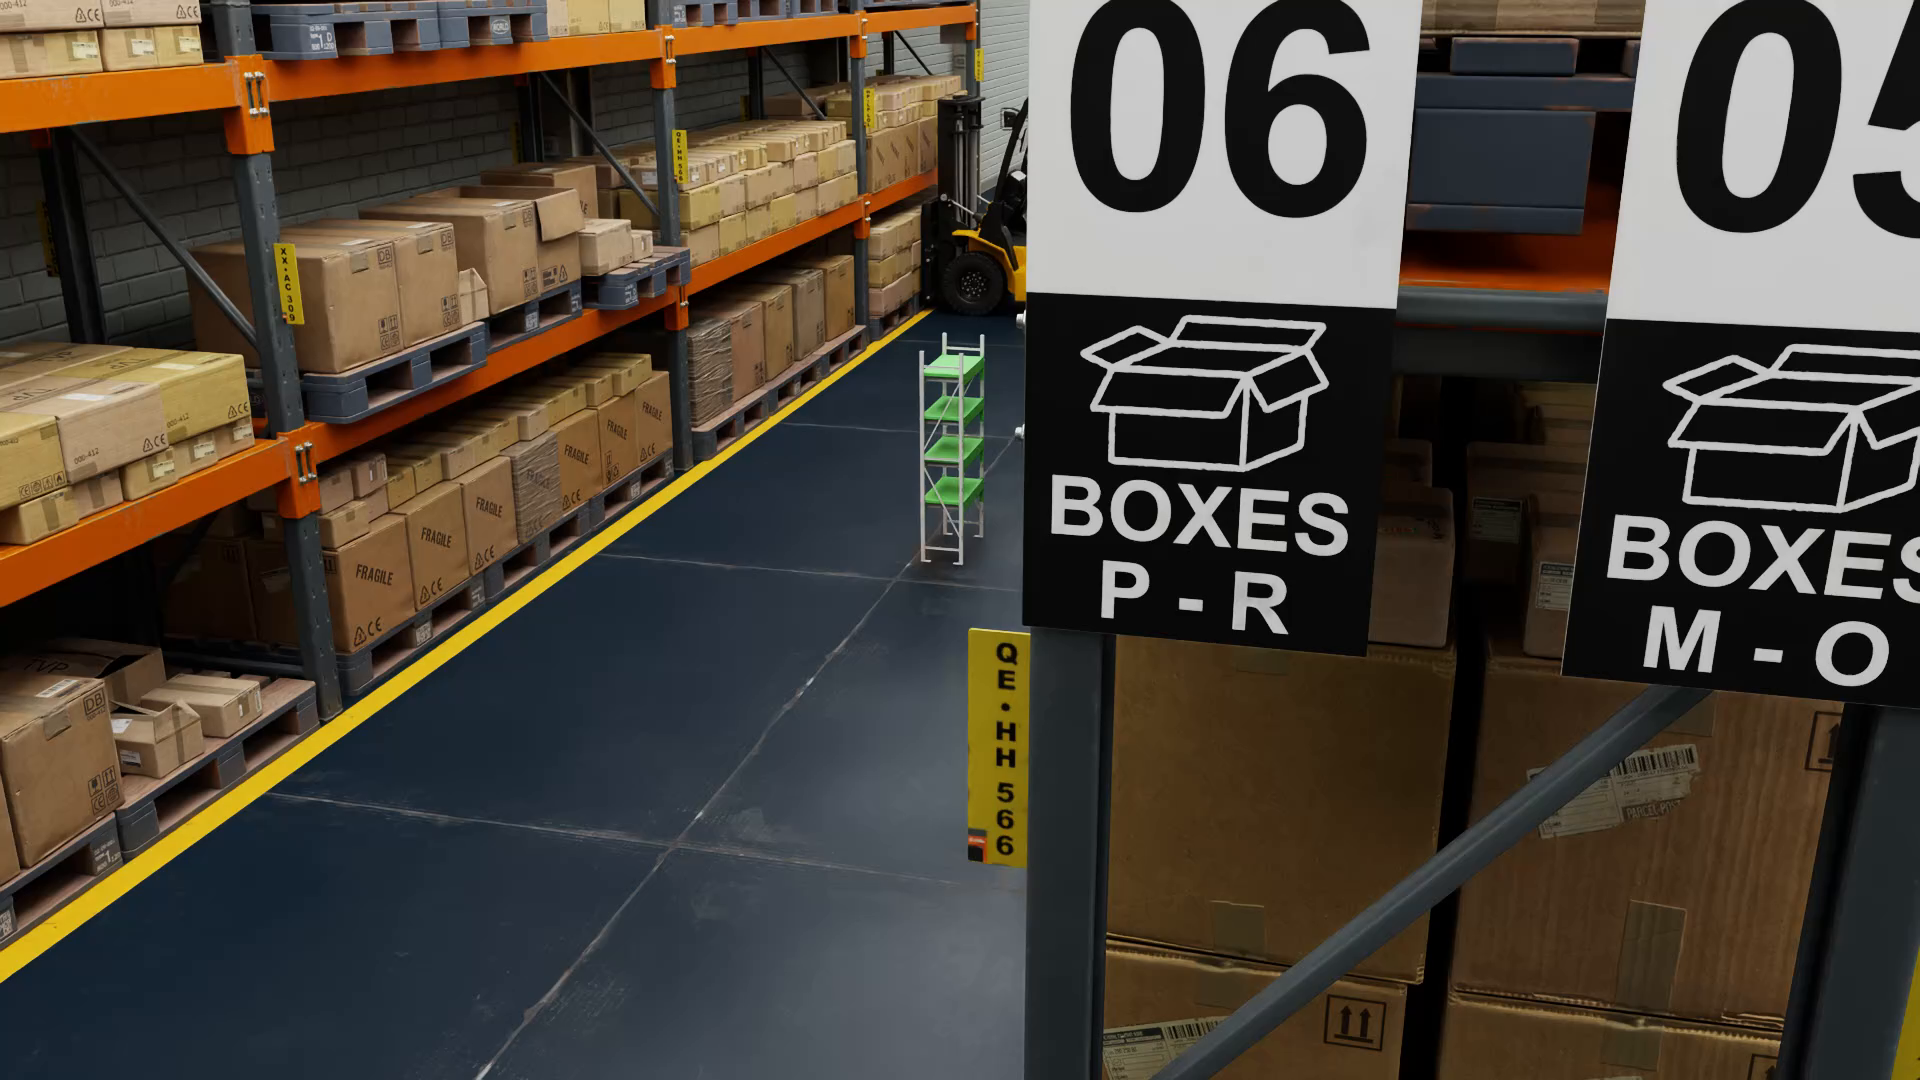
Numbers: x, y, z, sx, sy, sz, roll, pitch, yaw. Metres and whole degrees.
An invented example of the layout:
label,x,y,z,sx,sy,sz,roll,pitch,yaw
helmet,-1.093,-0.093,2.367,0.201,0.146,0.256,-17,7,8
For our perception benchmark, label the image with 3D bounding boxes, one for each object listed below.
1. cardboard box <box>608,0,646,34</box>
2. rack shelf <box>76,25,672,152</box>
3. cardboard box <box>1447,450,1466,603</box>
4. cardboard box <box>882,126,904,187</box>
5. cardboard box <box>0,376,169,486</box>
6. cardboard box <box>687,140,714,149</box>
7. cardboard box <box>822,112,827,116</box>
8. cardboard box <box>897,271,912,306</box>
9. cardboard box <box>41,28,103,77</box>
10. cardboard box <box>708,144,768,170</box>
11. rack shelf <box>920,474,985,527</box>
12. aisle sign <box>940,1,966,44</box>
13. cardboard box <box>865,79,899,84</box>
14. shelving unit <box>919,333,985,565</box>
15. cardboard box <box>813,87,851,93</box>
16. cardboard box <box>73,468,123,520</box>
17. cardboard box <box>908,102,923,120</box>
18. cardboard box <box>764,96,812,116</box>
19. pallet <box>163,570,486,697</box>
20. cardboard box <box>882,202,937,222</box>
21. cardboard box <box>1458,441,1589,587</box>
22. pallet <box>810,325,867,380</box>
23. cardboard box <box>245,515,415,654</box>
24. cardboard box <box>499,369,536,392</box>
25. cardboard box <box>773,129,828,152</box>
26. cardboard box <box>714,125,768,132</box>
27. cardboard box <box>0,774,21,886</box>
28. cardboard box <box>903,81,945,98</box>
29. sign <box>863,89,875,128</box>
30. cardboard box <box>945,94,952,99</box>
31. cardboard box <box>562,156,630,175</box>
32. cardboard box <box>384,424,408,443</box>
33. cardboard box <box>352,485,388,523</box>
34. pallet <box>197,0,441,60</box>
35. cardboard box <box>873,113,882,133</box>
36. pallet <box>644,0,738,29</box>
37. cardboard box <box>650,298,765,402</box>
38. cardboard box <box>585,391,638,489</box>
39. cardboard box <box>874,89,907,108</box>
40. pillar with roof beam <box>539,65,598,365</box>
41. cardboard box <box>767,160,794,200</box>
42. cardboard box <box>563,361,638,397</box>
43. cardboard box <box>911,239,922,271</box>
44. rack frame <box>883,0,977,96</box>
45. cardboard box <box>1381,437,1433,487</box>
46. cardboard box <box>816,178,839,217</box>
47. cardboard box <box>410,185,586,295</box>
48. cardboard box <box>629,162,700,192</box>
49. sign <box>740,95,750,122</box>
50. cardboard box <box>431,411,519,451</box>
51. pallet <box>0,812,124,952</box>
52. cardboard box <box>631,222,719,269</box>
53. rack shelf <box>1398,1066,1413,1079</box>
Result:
label,x,y,z,sx,sy,sz,roll,pitch,yaw
cardboard box,-2.168,-3.092,9.690,0.500,0.250,0.500,4,19,12
rack shelf,-2.766,-2.376,8.474,1.077,0.370,4.000,5,19,13
cardboard box,1.095,0.164,2.865,0.500,0.500,0.500,4,19,12
cardboard box,-0.828,-3.507,15.161,0.500,0.500,0.500,5,19,14
cardboard box,-3.251,-0.402,5.997,0.500,0.250,0.500,5,19,14
cardboard box,-2.038,-2.878,12.315,0.380,0.149,0.250,5,20,15
cardboard box,-1.371,-3.816,15.060,0.380,0.149,0.250,5,20,15
cardboard box,-0.752,-2.360,15.562,0.500,0.250,0.500,4,19,12
cardboard box,-3.193,-1.674,5.696,0.380,0.149,0.250,5,20,15
cardboard box,-1.609,-2.760,11.968,0.380,0.149,0.250,5,20,15
rack shelf,-0.040,-0.228,9.440,0.258,0.148,0.480,5,19,13
aisle sign,-0.022,-5.658,17.591,0.394,0.787,0.004,5,19,13
cardboard box,-0.835,-4.598,16.890,0.380,0.149,0.250,5,19,14
shelving unit,-0.040,-0.516,9.342,0.258,1.200,0.503,5,19,13
cardboard box,-1.171,-4.195,15.710,0.380,0.149,0.250,4,19,13
cardboard box,-3.261,-0.184,5.974,0.380,0.149,0.250,5,20,15
cardboard box,-0.570,-4.094,15.873,0.380,0.149,0.250,4,19,12
cardboard box,-1.515,-3.796,14.542,0.380,0.149,0.250,5,19,14
pallet,-3.093,0.392,8.213,1.003,0.211,1.213,5,19,13
cardboard box,-0.497,-3.155,16.341,0.500,0.250,0.500,4,19,12
cardboard box,0.932,-0.030,2.429,0.380,0.149,0.250,5,20,15
pallet,-1.443,-1.624,14.114,1.003,0.211,1.213,5,19,13
cardboard box,-2.919,0.181,7.735,0.500,0.500,0.500,6,20,16
cardboard box,-2.781,-0.942,10.018,0.380,0.149,0.250,5,19,14
cardboard box,-1.261,-3.159,13.137,0.380,0.149,0.250,4,19,12
cardboard box,-1.772,-3.280,13.491,0.380,0.149,0.250,5,19,13
cardboard box,-3.518,0.961,5.450,0.500,0.500,0.500,5,19,14
cardboard box,-0.363,-4.470,16.517,0.380,0.149,0.250,5,20,15
sign,-0.772,-3.648,14.058,0.100,0.325,0.005,5,19,13
cardboard box,-0.292,-4.495,17.050,0.380,0.149,0.250,5,19,14
cardboard box,-2.439,-2.486,11.168,0.380,0.149,0.250,5,20,15
cardboard box,-3.170,-0.540,8.841,0.380,0.149,0.250,5,19,14
cardboard box,-2.917,-0.177,7.778,0.380,0.149,0.250,4,19,12
pallet,-3.028,-2.199,7.135,1.213,0.211,1.003,5,19,13
cardboard box,-0.906,-3.692,14.697,0.380,0.149,0.250,5,20,15
pallet,-2.199,-3.473,10.867,1.213,0.211,1.003,6,20,16
cardboard box,-1.960,-1.398,12.164,0.875,0.625,0.625,5,20,15
cardboard box,-2.305,-0.634,10.119,0.500,0.500,0.500,4,19,13
cardboard box,-0.705,-4.074,15.357,0.380,0.149,0.250,4,19,13
pillar with roof beam,1.341,-4.902,10.118,9.100,9.000,0.400,5,19,13
cardboard box,-1.563,-2.690,12.382,0.500,0.250,0.500,5,19,14
cardboard box,-2.189,-0.983,10.140,0.380,0.149,0.250,4,19,11
cardboard box,-0.628,-2.753,15.938,0.500,0.250,0.500,4,19,13
rack frame,-0.323,-4.431,18.019,1.000,3.000,0.127,5,19,13
cardboard box,0.514,-0.062,2.524,0.380,0.149,0.250,5,19,14
cardboard box,-1.287,-2.769,13.387,0.500,0.250,0.500,5,19,13
cardboard box,-2.497,-1.645,9.053,0.797,0.503,0.637,4,19,12
cardboard box,-1.914,-2.354,10.781,0.380,0.149,0.250,5,20,15
sign,-1.839,-3.668,14.323,0.100,0.325,0.005,5,19,13
cardboard box,-2.613,-0.585,8.973,0.380,0.149,0.250,5,19,14
pallet,-3.720,1.249,5.705,1.003,0.211,1.213,5,19,13
cardboard box,-1.932,-1.972,11.053,0.500,0.250,0.500,5,19,14
rack shelf,1.071,0.689,4.144,1.077,0.370,4.000,5,19,13
